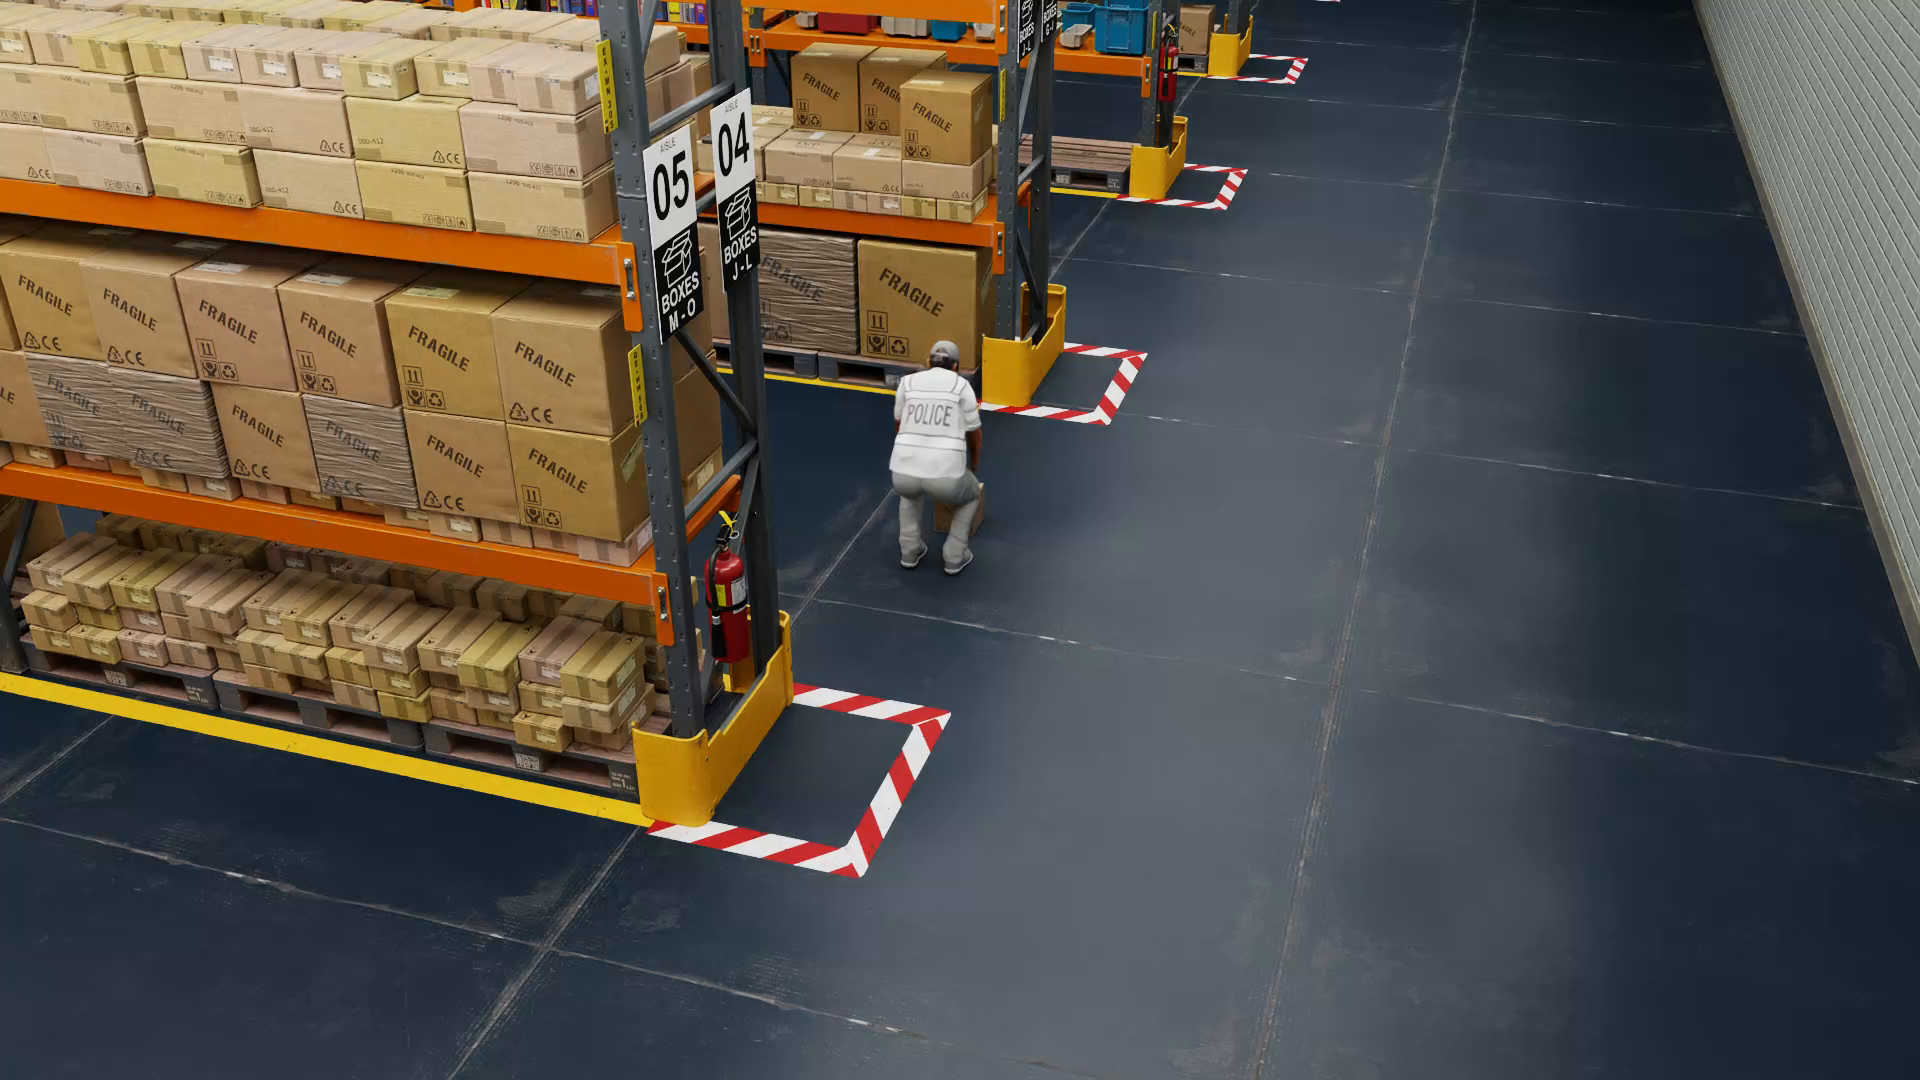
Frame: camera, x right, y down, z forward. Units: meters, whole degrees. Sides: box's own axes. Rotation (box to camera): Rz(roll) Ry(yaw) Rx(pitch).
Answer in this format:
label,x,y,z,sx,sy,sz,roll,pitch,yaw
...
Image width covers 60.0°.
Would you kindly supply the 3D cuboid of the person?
label,x,y,z,sx,sy,sz,roll,pitch,yaw
person,-0.160,-0.465,9.710,0.537,1.294,0.774,9,31,15
